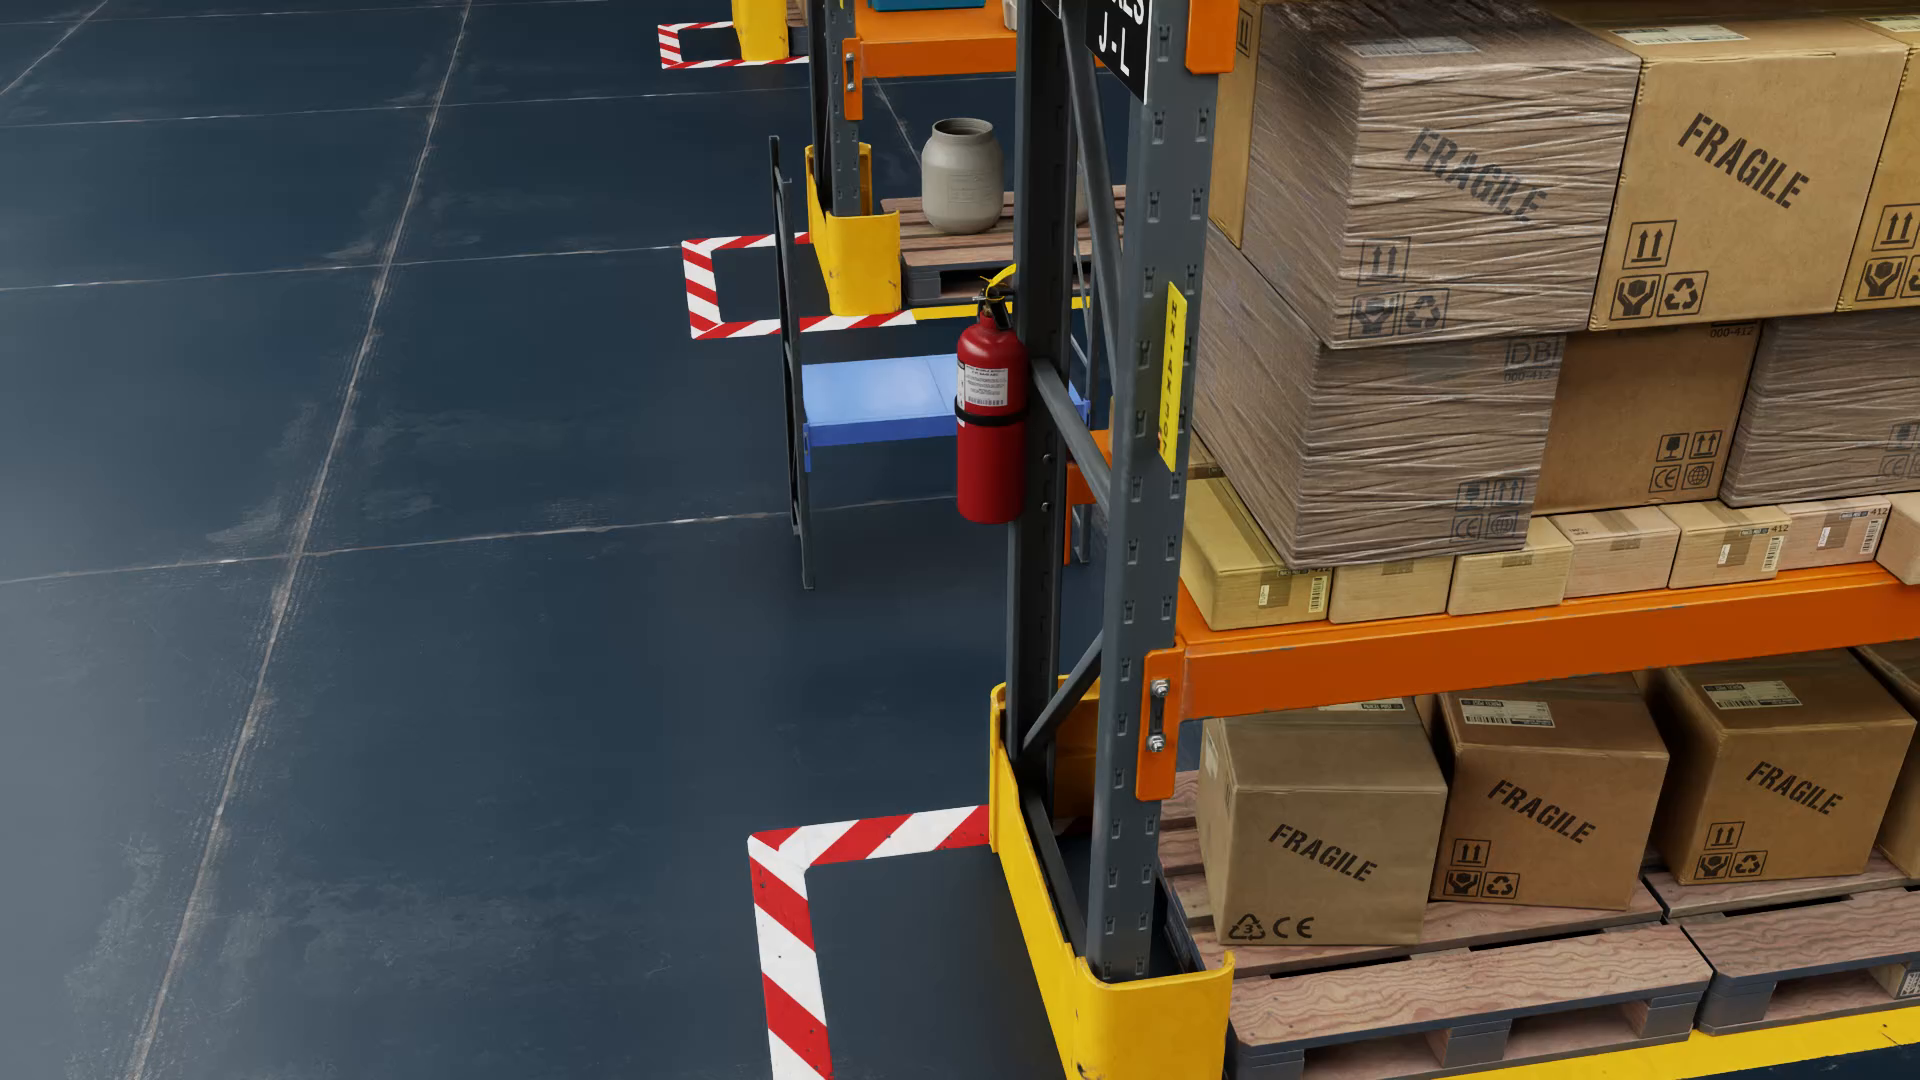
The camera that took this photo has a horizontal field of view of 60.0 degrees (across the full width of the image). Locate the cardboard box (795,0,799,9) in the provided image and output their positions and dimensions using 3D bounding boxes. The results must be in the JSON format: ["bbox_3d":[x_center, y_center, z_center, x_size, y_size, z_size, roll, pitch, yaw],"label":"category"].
[{"bbox_3d":[-1.033,-4.313,12.925,0.500,0.250,0.500,-5,31,-9],"label":"cardboard box"}]

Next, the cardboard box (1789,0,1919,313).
[{"bbox_3d":[1.848,-0.787,3.251,0.500,0.500,0.500,-5,31,-9],"label":"cardboard box"}]

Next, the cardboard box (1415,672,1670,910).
[{"bbox_3d":[1.472,0.594,4.332,0.500,0.500,0.500,2,31,4],"label":"cardboard box"}]

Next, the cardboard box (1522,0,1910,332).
[{"bbox_3d":[1.356,-0.741,3.172,0.500,0.500,0.500,-5,31,-9],"label":"cardboard box"}]

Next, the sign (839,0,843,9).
[{"bbox_3d":[-0.524,-2.496,7.263,0.005,0.325,0.100,-5,31,-9],"label":"sign"}]

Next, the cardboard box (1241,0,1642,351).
[{"bbox_3d":[0.863,-0.699,3.100,0.500,0.500,0.500,-5,31,-9],"label":"cardboard box"}]

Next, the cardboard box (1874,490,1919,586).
[{"bbox_3d":[2.089,-0.069,3.657,0.250,0.149,0.380,-5,31,-9],"label":"cardboard box"}]

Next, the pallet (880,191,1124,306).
[{"bbox_3d":[0.247,-1.551,8.680,1.213,0.211,1.003,-5,31,-9],"label":"pallet"}]

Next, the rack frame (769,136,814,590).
[{"bbox_3d":[-0.584,-0.592,5.778,0.032,1.500,0.500,-5,31,-9],"label":"rack frame"}]

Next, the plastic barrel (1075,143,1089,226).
[{"bbox_3d":[0.508,-1.904,8.569,0.421,0.512,0.421,0,30,0],"label":"plastic barrel"}]

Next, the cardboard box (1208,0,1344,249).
[{"bbox_3d":[0.769,-0.958,3.541,0.500,0.500,0.500,-5,31,-9],"label":"cardboard box"}]

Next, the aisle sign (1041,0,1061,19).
[{"bbox_3d":[0.158,-1.447,3.186,0.004,0.787,0.394,-5,31,-9],"label":"aisle sign"}]

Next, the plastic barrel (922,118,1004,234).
[{"bbox_3d":[0.014,-1.858,8.491,0.421,0.512,0.421,0,30,0],"label":"plastic barrel"}]

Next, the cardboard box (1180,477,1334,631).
[{"bbox_3d":[0.596,0.019,3.506,0.250,0.149,0.380,-5,31,-9],"label":"cardboard box"}]

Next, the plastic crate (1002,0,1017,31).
[{"bbox_3d":[0.319,-2.459,7.733,0.250,0.136,0.298,-5,31,-9],"label":"plastic crate"}]

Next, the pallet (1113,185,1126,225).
[{"bbox_3d":[1.445,-1.661,8.866,1.213,0.211,1.003,-5,31,-9],"label":"pallet"}]

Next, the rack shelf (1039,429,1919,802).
[{"bbox_3d":[2.240,-0.054,4.093,4.000,0.370,1.077,-5,31,-9],"label":"rack shelf"}]

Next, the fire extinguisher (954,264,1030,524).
[{"bbox_3d":[0.077,-0.368,3.993,0.183,0.674,0.296,-5,31,-9],"label":"fire extinguisher"}]

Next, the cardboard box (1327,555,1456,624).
[{"bbox_3d":[0.846,0.006,3.528,0.250,0.149,0.380,-5,31,-9],"label":"cardboard box"}]

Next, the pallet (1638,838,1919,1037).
[{"bbox_3d":[2.351,0.847,4.601,1.213,0.211,1.003,-5,31,-9],"label":"pallet"}]

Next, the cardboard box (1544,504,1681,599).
[{"bbox_3d":[1.336,-0.043,3.611,0.250,0.149,0.380,-5,31,-9],"label":"cardboard box"}]

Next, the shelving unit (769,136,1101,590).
[{"bbox_3d":[-0.084,-0.639,5.857,1.048,1.500,0.538,-5,31,-9],"label":"shelving unit"}]

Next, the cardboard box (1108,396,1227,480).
[{"bbox_3d":[0.516,-0.203,3.883,0.250,0.149,0.380,-5,31,-9],"label":"cardboard box"}]

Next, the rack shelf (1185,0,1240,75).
[{"bbox_3d":[2.240,-1.347,3.333,4.000,0.370,1.077,-5,31,-9],"label":"rack shelf"}]

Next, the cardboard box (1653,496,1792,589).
[{"bbox_3d":[1.584,-0.062,3.644,0.250,0.149,0.380,-5,31,-9],"label":"cardboard box"}]

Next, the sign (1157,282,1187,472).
[{"bbox_3d":[0.371,-0.285,2.921,0.005,0.325,0.100,-5,31,-9],"label":"sign"}]

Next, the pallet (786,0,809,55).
[{"bbox_3d":[-0.763,-4.010,12.861,1.213,0.211,1.003,-5,31,-9],"label":"pallet"}]

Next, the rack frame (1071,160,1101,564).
[{"bbox_3d":[0.416,-0.685,5.936,0.032,1.500,0.500,-5,31,-9],"label":"rack frame"}]

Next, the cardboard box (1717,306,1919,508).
[{"bbox_3d":[1.789,-0.519,3.782,0.500,0.500,0.875,-5,31,-9],"label":"cardboard box"}]

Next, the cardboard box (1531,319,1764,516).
[{"bbox_3d":[1.289,-0.495,3.741,0.500,0.500,0.875,-5,31,-9],"label":"cardboard box"}]

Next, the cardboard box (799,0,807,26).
[{"bbox_3d":[-0.940,-4.055,12.486,0.500,0.250,0.500,-5,31,-9],"label":"cardboard box"}]

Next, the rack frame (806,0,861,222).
[{"bbox_3d":[-0.619,-2.651,7.800,0.127,3.000,1.000,-5,31,-9],"label":"rack frame"}]

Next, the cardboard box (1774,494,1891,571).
[{"bbox_3d":[1.825,-0.098,3.706,0.250,0.149,0.380,-5,31,-9],"label":"cardboard box"}]

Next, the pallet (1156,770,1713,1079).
[{"bbox_3d":[1.153,0.957,4.415,1.213,0.211,1.003,-5,31,-9],"label":"pallet"}]

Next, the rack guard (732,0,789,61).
[{"bbox_3d":[-1.531,-4.042,12.630,0.348,0.500,1.175,-5,31,-9],"label":"rack guard"}]

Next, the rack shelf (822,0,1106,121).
[{"bbox_3d":[1.348,-2.524,8.293,4.000,0.370,1.077,-5,31,-9],"label":"rack shelf"}]

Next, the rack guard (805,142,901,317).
[{"bbox_3d":[-0.553,-1.604,8.485,0.348,0.500,1.175,-5,31,-9],"label":"rack guard"}]

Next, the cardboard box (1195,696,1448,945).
[{"bbox_3d":[0.890,0.666,4.210,0.500,0.500,0.500,0,30,0],"label":"cardboard box"}]

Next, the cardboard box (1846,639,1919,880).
[{"bbox_3d":[2.648,0.518,4.462,0.500,0.500,0.500,-8,31,-13],"label":"cardboard box"}]

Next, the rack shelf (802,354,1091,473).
[{"bbox_3d":[-0.084,-0.484,5.948,1.000,0.185,0.538,-5,31,-9],"label":"rack shelf"}]

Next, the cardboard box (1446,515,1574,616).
[{"bbox_3d":[1.094,-0.009,3.555,0.250,0.149,0.380,-5,31,-9],"label":"cardboard box"}]

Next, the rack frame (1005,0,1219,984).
[{"bbox_3d":[0.273,-0.182,3.600,0.127,3.000,1.000,-5,31,-9],"label":"rack frame"}]

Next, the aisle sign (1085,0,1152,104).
[{"bbox_3d":[0.266,-1.147,2.677,0.004,0.787,0.394,-5,31,-9],"label":"aisle sign"}]

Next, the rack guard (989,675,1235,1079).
[{"bbox_3d":[0.348,0.889,4.246,0.348,0.500,1.175,-5,31,-9],"label":"rack guard"}]

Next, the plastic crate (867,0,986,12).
[{"bbox_3d":[-0.181,-2.782,8.169,0.616,0.251,0.499,-5,31,-9],"label":"plastic crate"}]

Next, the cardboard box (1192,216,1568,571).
[{"bbox_3d":[0.819,-0.390,3.561,0.500,0.500,0.875,-5,31,-9],"label":"cardboard box"}]

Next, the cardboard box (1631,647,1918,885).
[{"bbox_3d":[2.091,0.547,4.413,0.500,0.500,0.500,-3,31,-4],"label":"cardboard box"}]
